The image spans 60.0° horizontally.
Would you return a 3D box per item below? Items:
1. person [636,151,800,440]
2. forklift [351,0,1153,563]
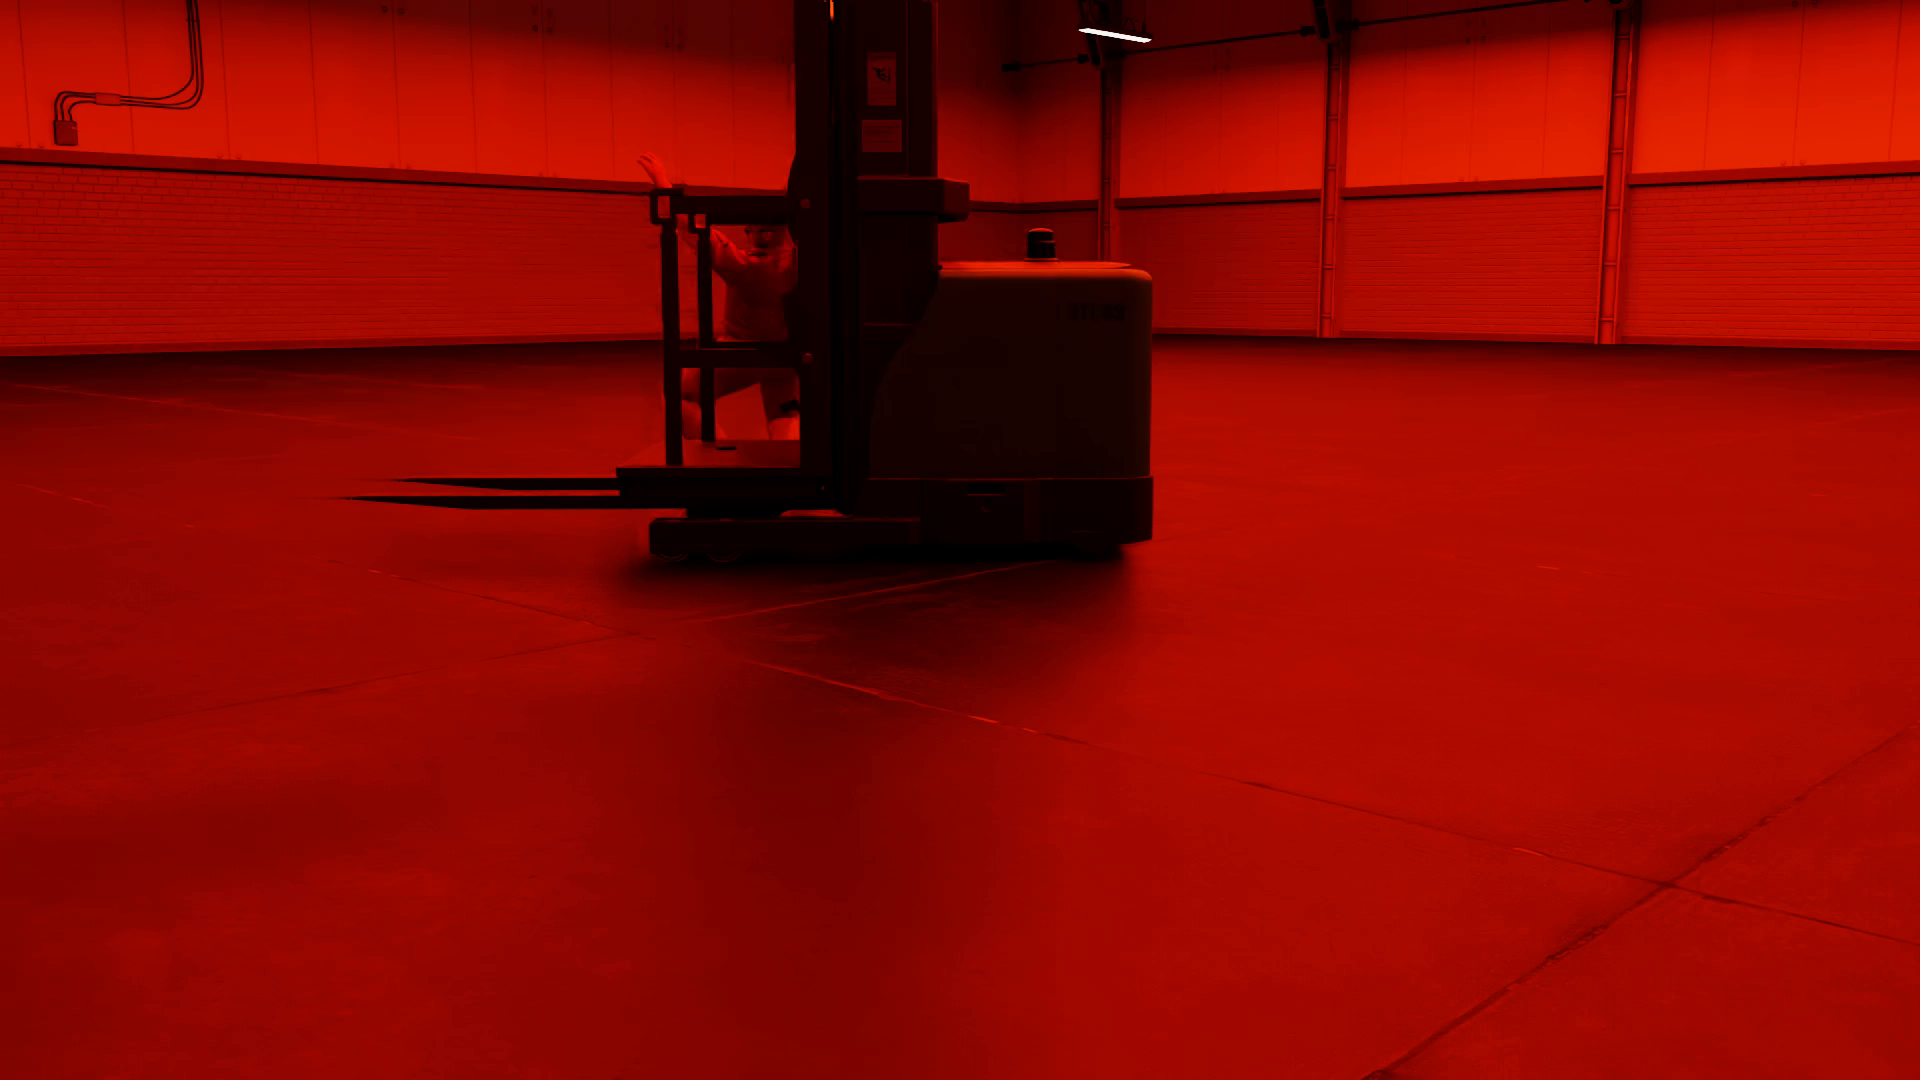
[{"bbox_3d":[-1.017,-0.965,7.785,0.961,1.645,0.761,-5,10,-31],"label":"person"},{"bbox_3d":[-0.798,-1.443,6.460,3.031,2.935,1.130,0,9,-1],"label":"forklift"}]
